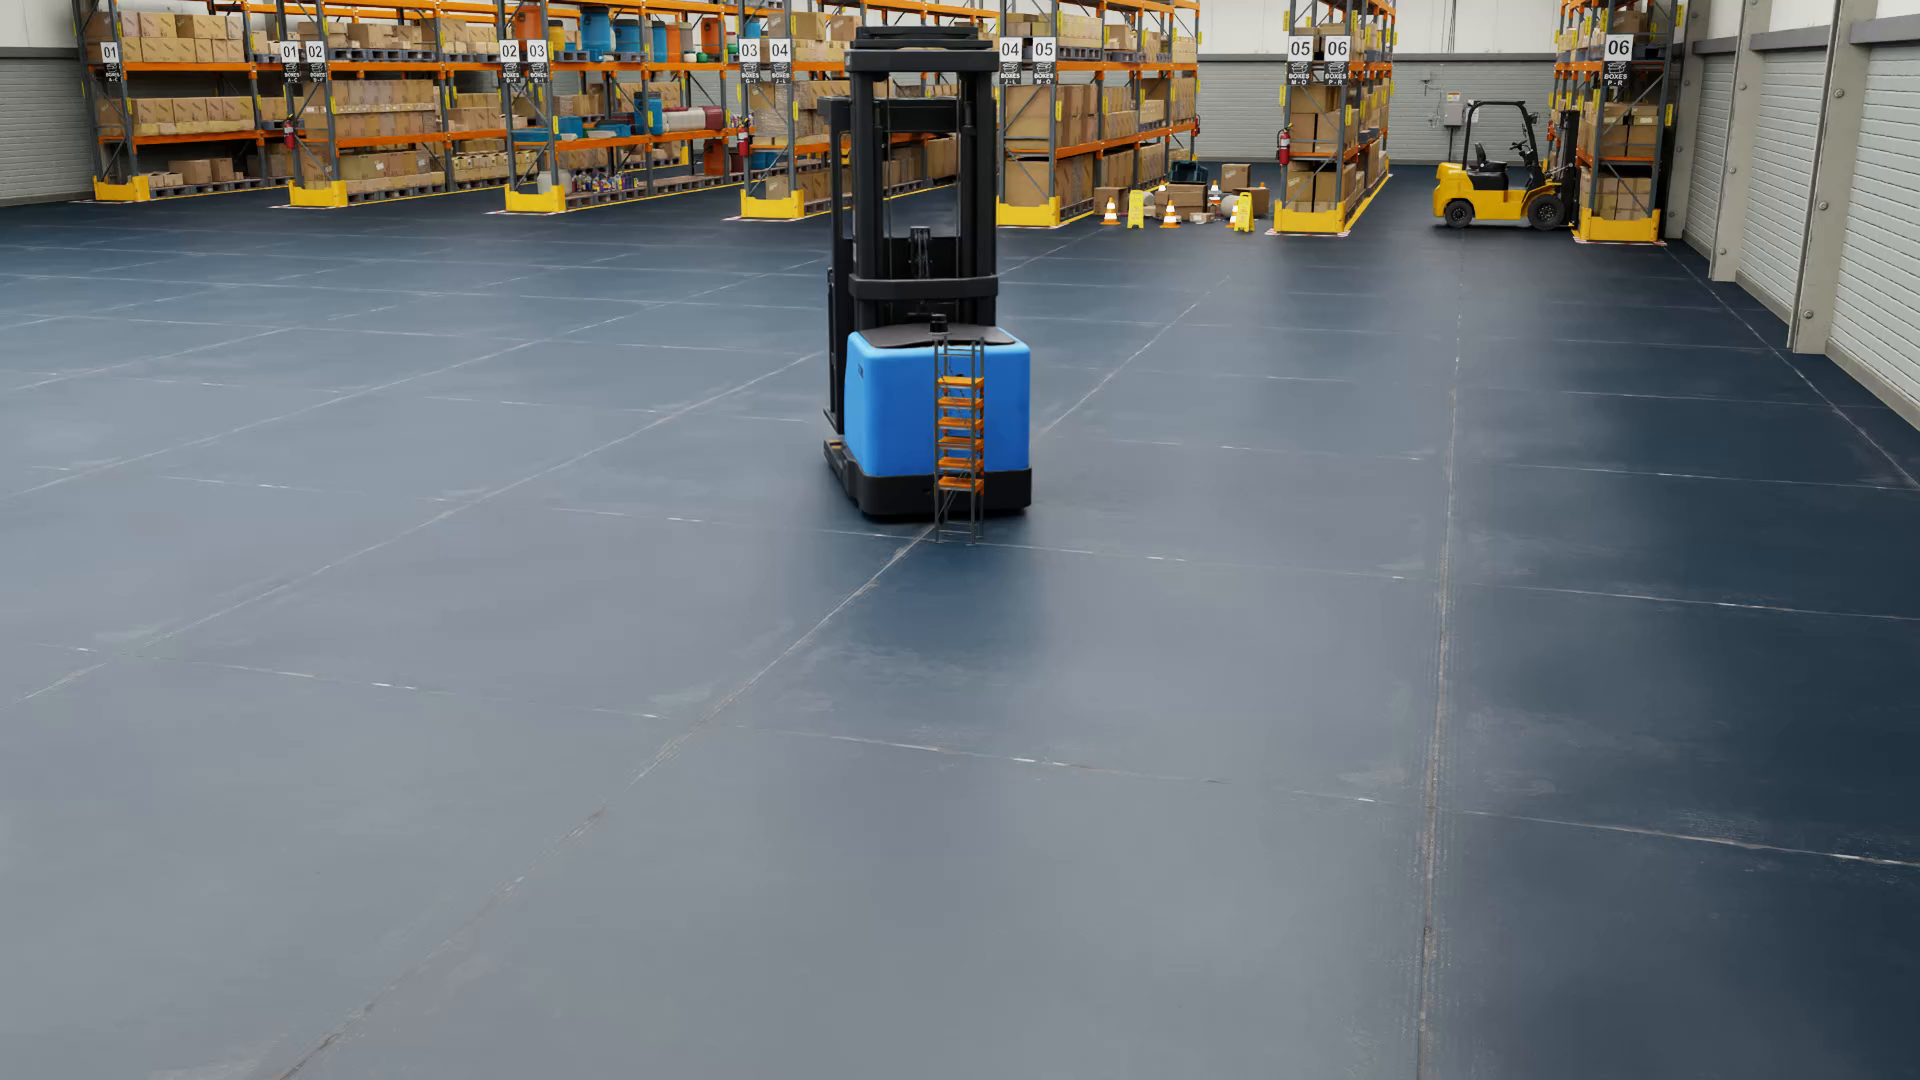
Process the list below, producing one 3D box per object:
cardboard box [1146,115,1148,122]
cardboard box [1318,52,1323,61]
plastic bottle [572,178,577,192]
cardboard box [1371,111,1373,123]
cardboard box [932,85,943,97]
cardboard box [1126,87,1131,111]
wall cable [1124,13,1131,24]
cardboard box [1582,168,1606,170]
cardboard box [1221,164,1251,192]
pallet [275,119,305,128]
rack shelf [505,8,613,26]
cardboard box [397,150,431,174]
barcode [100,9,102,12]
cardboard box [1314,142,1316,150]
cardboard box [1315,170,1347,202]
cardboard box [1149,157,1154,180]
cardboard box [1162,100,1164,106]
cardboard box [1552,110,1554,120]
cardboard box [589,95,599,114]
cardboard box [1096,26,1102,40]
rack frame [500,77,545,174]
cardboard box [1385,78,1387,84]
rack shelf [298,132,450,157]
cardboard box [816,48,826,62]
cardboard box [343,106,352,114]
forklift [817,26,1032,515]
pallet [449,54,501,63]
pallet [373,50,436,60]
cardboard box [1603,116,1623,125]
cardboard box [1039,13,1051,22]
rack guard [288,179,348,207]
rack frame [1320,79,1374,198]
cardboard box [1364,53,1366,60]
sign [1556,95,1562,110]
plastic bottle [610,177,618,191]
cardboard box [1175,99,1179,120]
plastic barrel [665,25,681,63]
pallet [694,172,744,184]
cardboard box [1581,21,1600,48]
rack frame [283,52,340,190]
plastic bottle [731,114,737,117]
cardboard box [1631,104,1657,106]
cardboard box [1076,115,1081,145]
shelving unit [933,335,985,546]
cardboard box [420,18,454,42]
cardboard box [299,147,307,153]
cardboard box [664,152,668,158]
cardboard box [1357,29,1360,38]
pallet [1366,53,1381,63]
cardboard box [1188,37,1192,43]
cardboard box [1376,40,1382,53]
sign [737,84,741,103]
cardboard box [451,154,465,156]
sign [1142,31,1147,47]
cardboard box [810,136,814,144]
[{"bbox_3d":[4.083,-9.641,38.015,0.380,0.149,0.250,5,17,18],"label":"cardboard box"},{"bbox_3d":[6.078,-8.360,28.770,0.380,0.149,0.250,5,17,16],"label":"cardboard box"},{"bbox_3d":[-7.986,-7.355,34.434,0.061,0.283,0.133,5,16,16],"label":"plastic bottle"},{"bbox_3d":[8.616,-9.102,35.781,0.500,0.250,0.500,5,16,15],"label":"cardboard box"},{"bbox_3d":[-0.855,-10.480,39.258,0.797,0.503,0.637,5,17,17],"label":"cardboard box"},{"bbox_3d":[3.324,-9.590,36.127,0.700,0.500,0.500,5,16,16],"label":"cardboard box"},{"bbox_3d":[5.919,-17.327,48.533,2.277,5.999,0.120,5,16,16],"label":"wall cable"},{"bbox_3d":[11.265,-6.515,29.737,0.500,0.250,0.500,5,16,16],"label":"cardboard box"},{"bbox_3d":[5.384,-7.065,32.436,0.500,0.500,0.500,5,16,16],"label":"cardboard box"},{"bbox_3d":[-16.037,-10.128,40.390,1.003,0.211,1.213,5,16,16],"label":"pallet"},{"bbox_3d":[-10.194,-13.229,42.029,1.077,0.370,4.000,5,16,16],"label":"rack shelf"},{"bbox_3d":[-11.975,-8.283,36.430,0.500,0.500,0.500,5,16,16],"label":"cardboard box"},{"bbox_3d":[-18.064,-11.133,34.972,0.001,0.075,0.075,5,16,16],"label":"barcode"},{"bbox_3d":[6.174,-6.987,29.425,0.380,0.149,0.250,5,17,17],"label":"cardboard box"},{"bbox_3d":[6.463,-6.163,28.955,0.500,0.500,0.500,4,16,14],"label":"cardboard box"},{"bbox_3d":[4.187,-8.609,38.494,0.500,0.500,0.500,4,16,14],"label":"cardboard box"},{"bbox_3d":[4.671,-10.471,39.850,0.380,0.149,0.250,5,17,18],"label":"cardboard box"},{"bbox_3d":[14.739,-10.370,40.624,0.500,0.250,0.500,5,17,16],"label":"cardboard box"},{"bbox_3d":[-9.975,-11.548,44.092,0.700,0.500,0.500,-1,16,-3],"label":"cardboard box"},{"bbox_3d":[2.430,-9.746,31.974,0.500,0.250,0.500,4,16,15],"label":"cardboard box"},{"bbox_3d":[-10.763,-10.358,40.850,1.000,3.000,0.127,5,16,16],"label":"rack frame"},{"bbox_3d":[10.446,-11.440,41.460,0.380,0.149,0.250,5,17,17],"label":"cardboard box"},{"bbox_3d":[-12.468,-8.442,35.413,1.077,0.370,4.000,5,16,16],"label":"rack shelf"},{"bbox_3d":[-2.870,-9.237,31.677,0.500,0.250,0.500,5,16,16],"label":"cardboard box"},{"bbox_3d":[-12.646,-8.780,33.916,0.380,0.149,0.250,4,16,14],"label":"cardboard box"},{"bbox_3d":[-0.351,-1.919,11.223,1.130,2.935,3.031,-3,16,-11],"label":"forklift"},{"bbox_3d":[-11.185,-11.233,38.783,1.003,0.211,1.213,5,17,18],"label":"pallet"},{"bbox_3d":[-12.117,-10.487,35.969,1.003,0.211,1.213,5,16,16],"label":"pallet"},{"bbox_3d":[10.552,-6.816,26.990,0.380,0.149,0.250,5,17,17],"label":"cardboard box"},{"bbox_3d":[1.587,-9.103,28.975,0.380,0.149,0.250,5,17,16],"label":"cardboard box"},{"bbox_3d":[-13.043,-7.056,33.789,1.175,0.500,0.348,5,16,16],"label":"rack guard"},{"bbox_3d":[8.235,-8.820,35.428,1.000,3.000,0.127,5,16,16],"label":"rack frame"},{"bbox_3d":[7.829,-9.912,33.590,0.797,0.503,0.637,5,16,16],"label":"cardboard box"},{"bbox_3d":[13.610,-9.939,37.787,0.100,0.325,0.005,5,16,16],"label":"sign"},{"bbox_3d":[-7.254,-7.460,34.817,0.152,0.276,0.135,5,17,17],"label":"plastic bottle"},{"bbox_3d":[5.114,-10.655,41.170,0.500,0.500,0.500,5,16,16],"label":"cardboard box"},{"bbox_3d":[-6.642,-11.253,37.723,0.600,0.830,0.708,5,16,16],"label":"plastic barrel"},{"bbox_3d":[-5.831,-8.841,40.611,1.003,0.211,1.213,5,16,16],"label":"pallet"},{"bbox_3d":[12.267,-9.741,32.041,0.500,0.500,0.500,5,17,17],"label":"cardboard box"},{"bbox_3d":[-13.036,-8.265,33.471,1.000,3.000,0.127,5,16,16],"label":"rack frame"},{"bbox_3d":[-5.704,-10.565,41.808,0.152,0.276,0.135,5,16,16],"label":"plastic bottle"},{"bbox_3d":[11.495,-7.249,27.973,0.380,0.149,0.250,4,16,15],"label":"cardboard box"},{"bbox_3d":[1.775,-7.681,31.139,0.875,0.550,0.500,5,16,16],"label":"cardboard box"},{"bbox_3d":[-0.004,-0.573,9.652,0.258,1.200,0.189,5,16,16],"label":"shelving unit"},{"bbox_3d":[-11.686,-11.403,37.170,0.500,0.500,0.500,5,17,17],"label":"cardboard box"},{"bbox_3d":[-16.191,-9.510,40.261,0.500,0.250,0.500,4,16,14],"label":"cardboard box"},{"bbox_3d":[-8.609,-11.039,47.637,0.380,0.166,0.250,5,16,16],"label":"cardboard box"},{"bbox_3d":[6.869,-8.967,29.447,0.380,0.149,0.250,5,17,17],"label":"cardboard box"},{"bbox_3d":[8.368,-10.345,35.653,1.213,0.211,1.003,5,17,18],"label":"pallet"},{"bbox_3d":[5.714,-12.762,42.458,0.380,0.149,0.250,5,17,17],"label":"cardboard box"},{"bbox_3d":[9.323,-11.222,37.793,0.500,0.311,0.500,5,16,16],"label":"cardboard box"},{"bbox_3d":[-4.066,-8.253,30.728,0.100,0.325,0.005,5,16,16],"label":"sign"},{"bbox_3d":[-11.773,-8.855,38.795,0.500,0.311,0.500,5,16,16],"label":"cardboard box"},{"bbox_3d":[3.991,-10.862,36.039,0.100,0.325,0.005,5,16,16],"label":"sign"},{"bbox_3d":[-3.004,-7.626,31.679,0.380,0.149,0.250,5,16,16],"label":"cardboard box"}]
